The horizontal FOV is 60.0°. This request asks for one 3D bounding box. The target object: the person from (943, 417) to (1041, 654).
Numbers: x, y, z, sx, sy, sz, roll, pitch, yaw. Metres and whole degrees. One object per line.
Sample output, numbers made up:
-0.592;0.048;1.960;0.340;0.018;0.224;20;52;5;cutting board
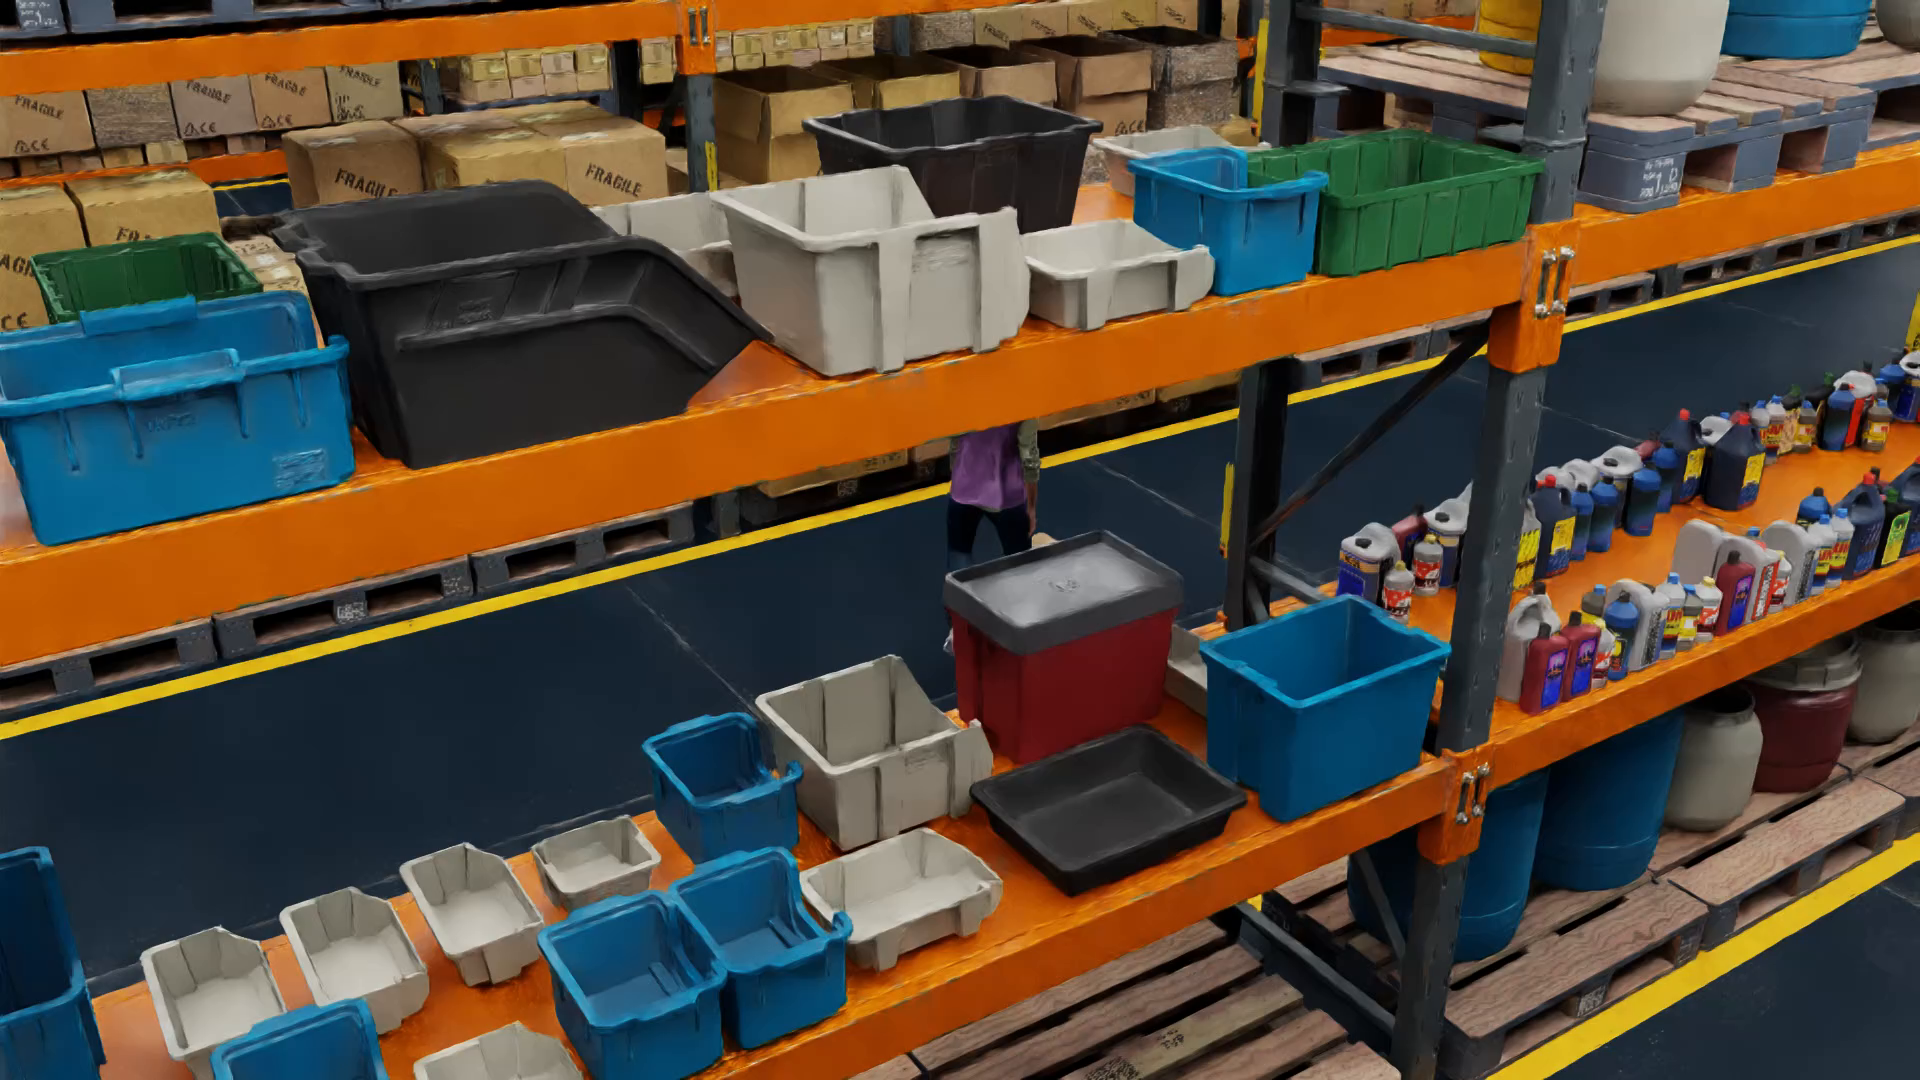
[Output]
0.161;-0.162;7.423;0.515;1.595;0.538;6;26;13;person
